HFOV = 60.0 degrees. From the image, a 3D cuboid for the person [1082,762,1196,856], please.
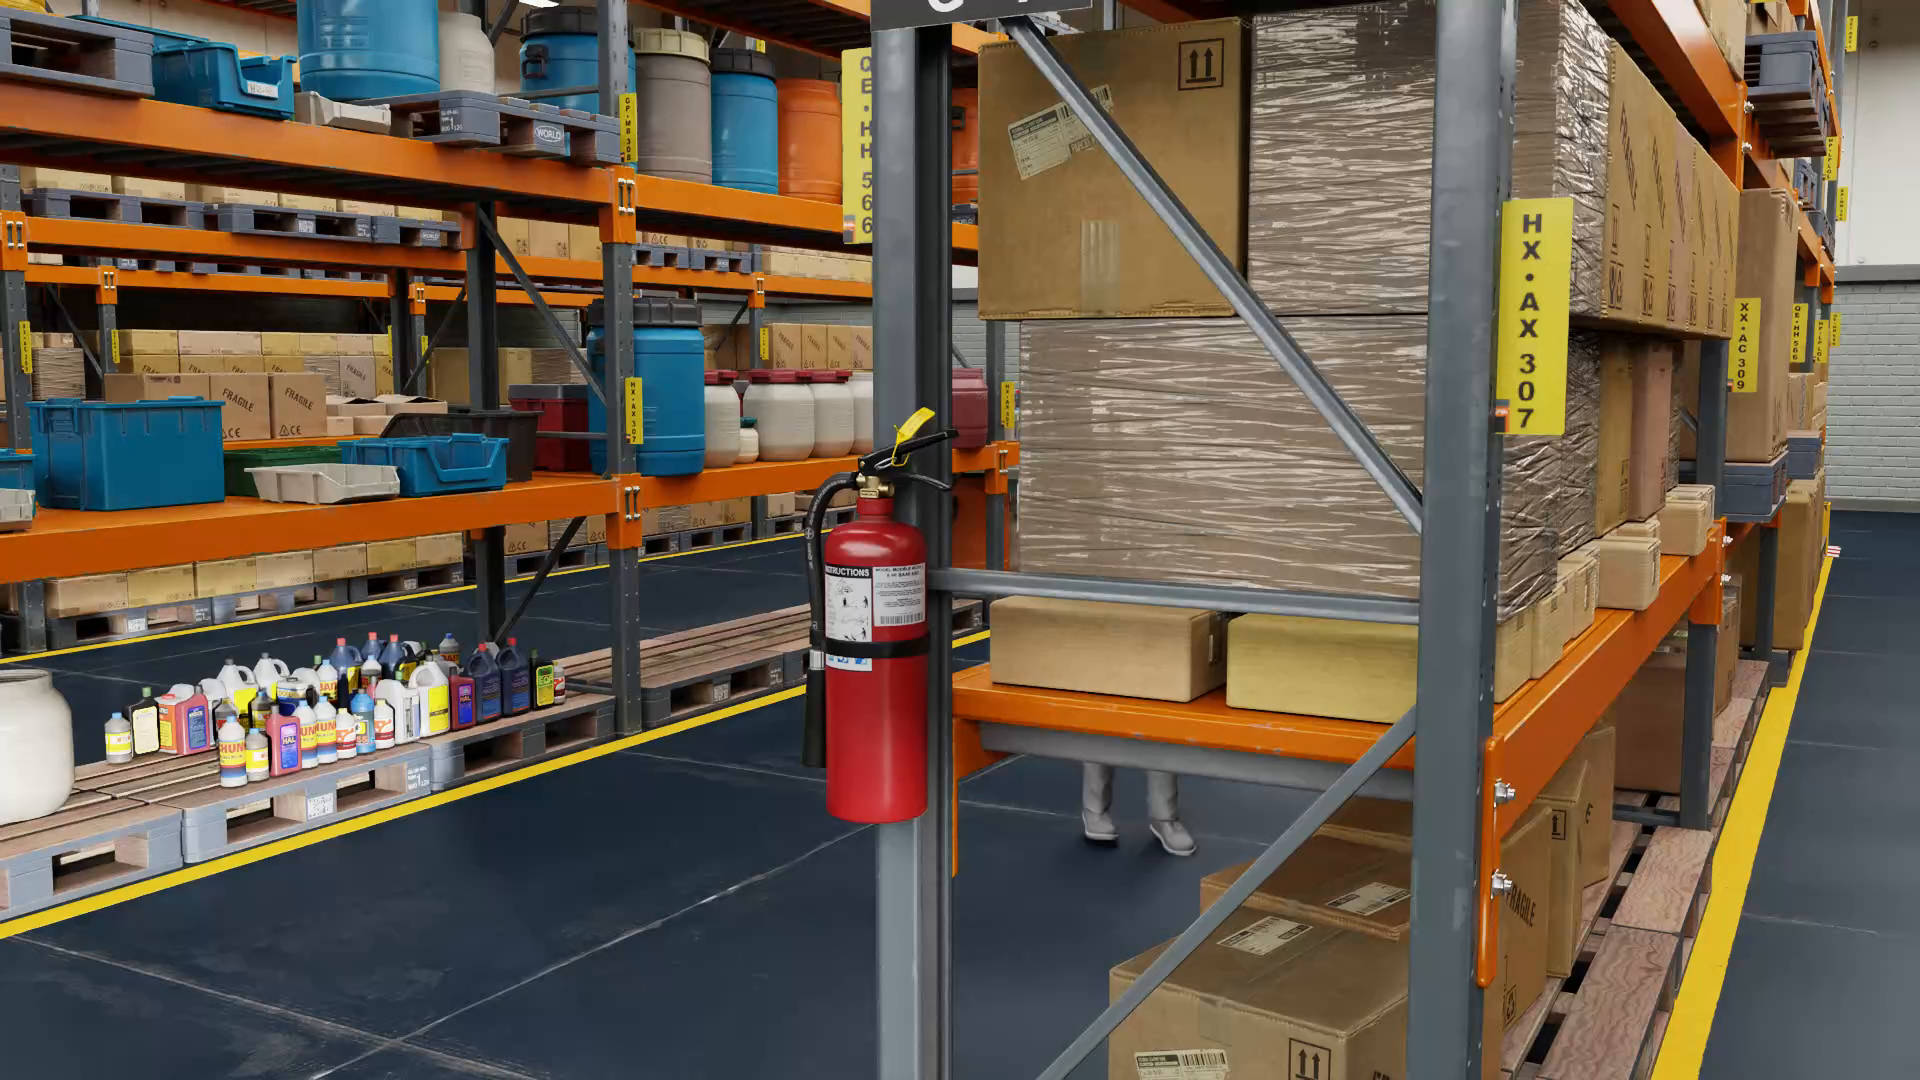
[{"bbox_3d":[0.685,0.347,6.443,0.491,1.700,0.449,-1,6,-13],"label":"person"}]
